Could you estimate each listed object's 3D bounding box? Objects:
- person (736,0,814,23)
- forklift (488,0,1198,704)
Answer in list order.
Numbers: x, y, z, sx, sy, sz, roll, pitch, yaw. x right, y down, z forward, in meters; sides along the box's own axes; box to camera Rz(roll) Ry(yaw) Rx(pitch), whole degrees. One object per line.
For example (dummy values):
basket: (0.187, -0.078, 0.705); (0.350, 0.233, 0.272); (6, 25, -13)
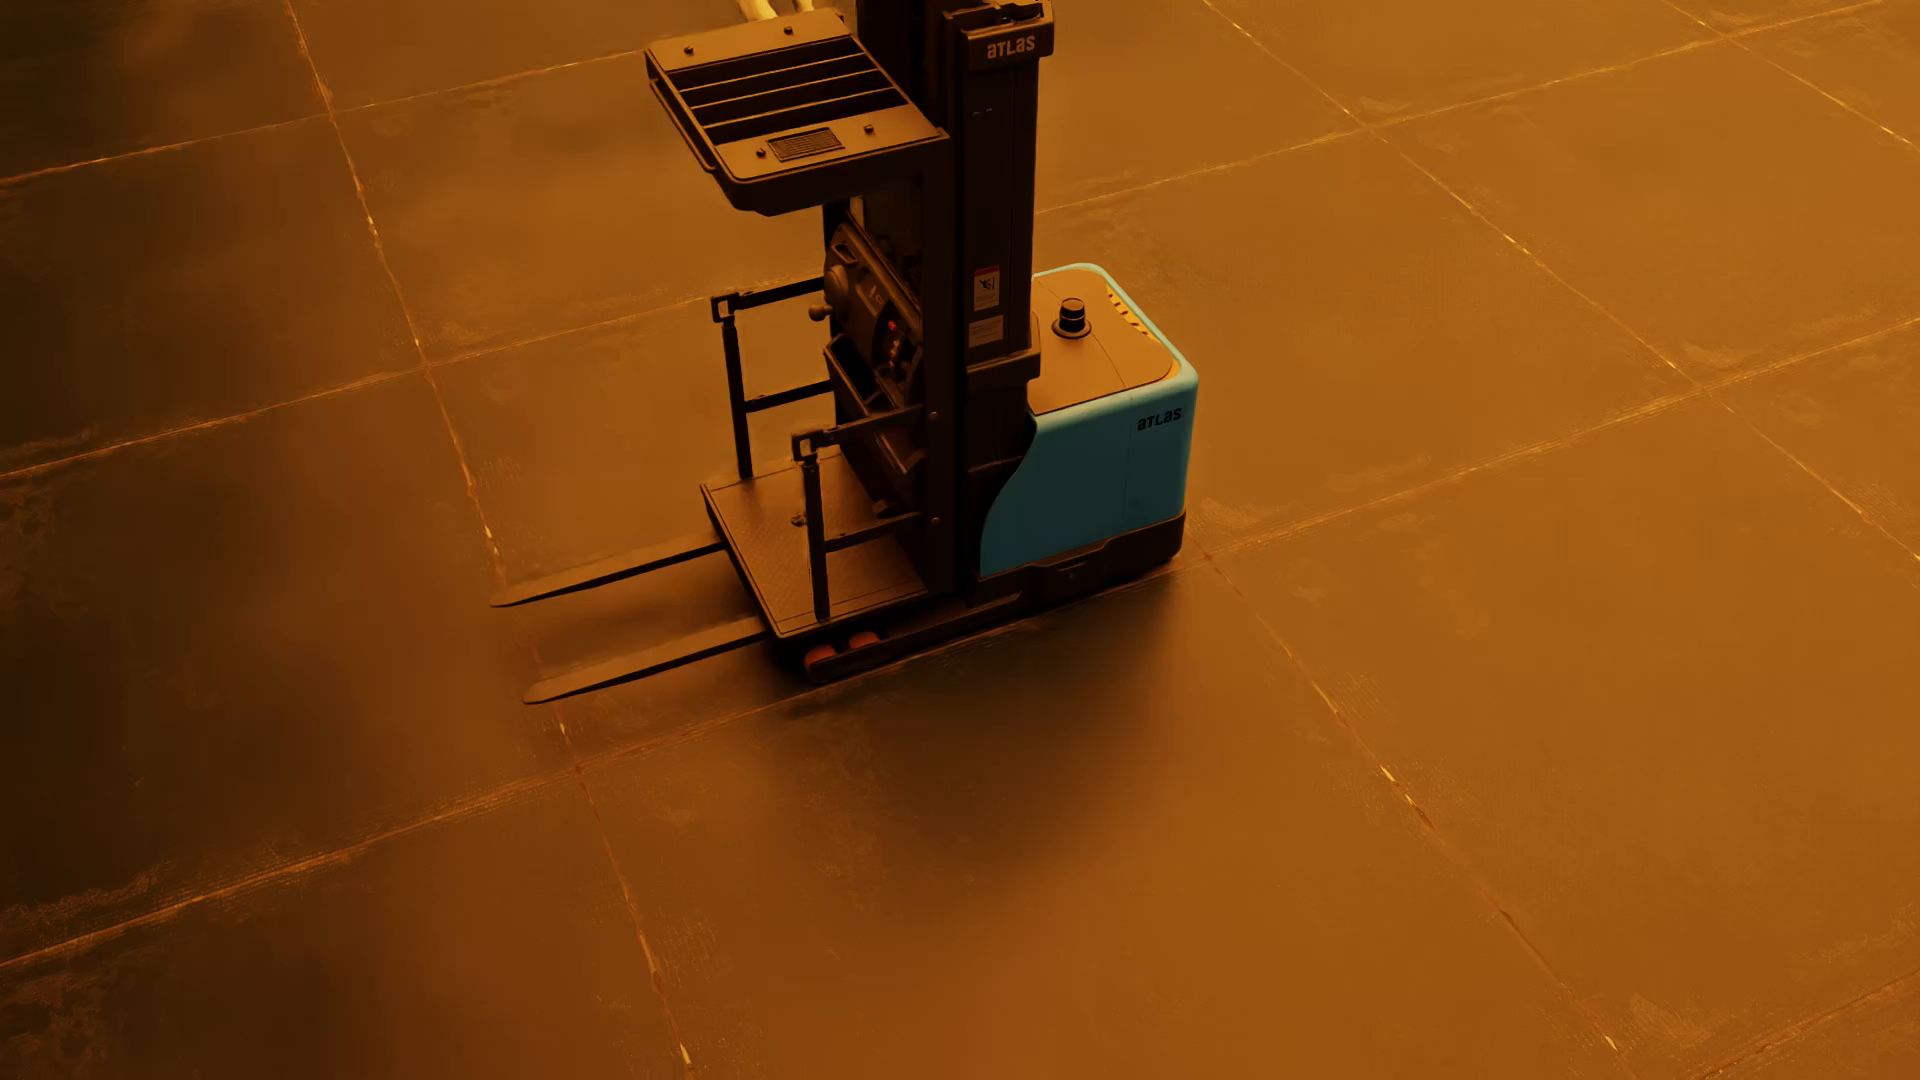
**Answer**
person: (-1.155, -3.960, 10.967); (0.500, 1.552, 0.921); (26, 49, 25)
forklift: (-0.536, -0.871, 6.613); (3.031, 2.935, 1.130); (-17, 46, -17)
